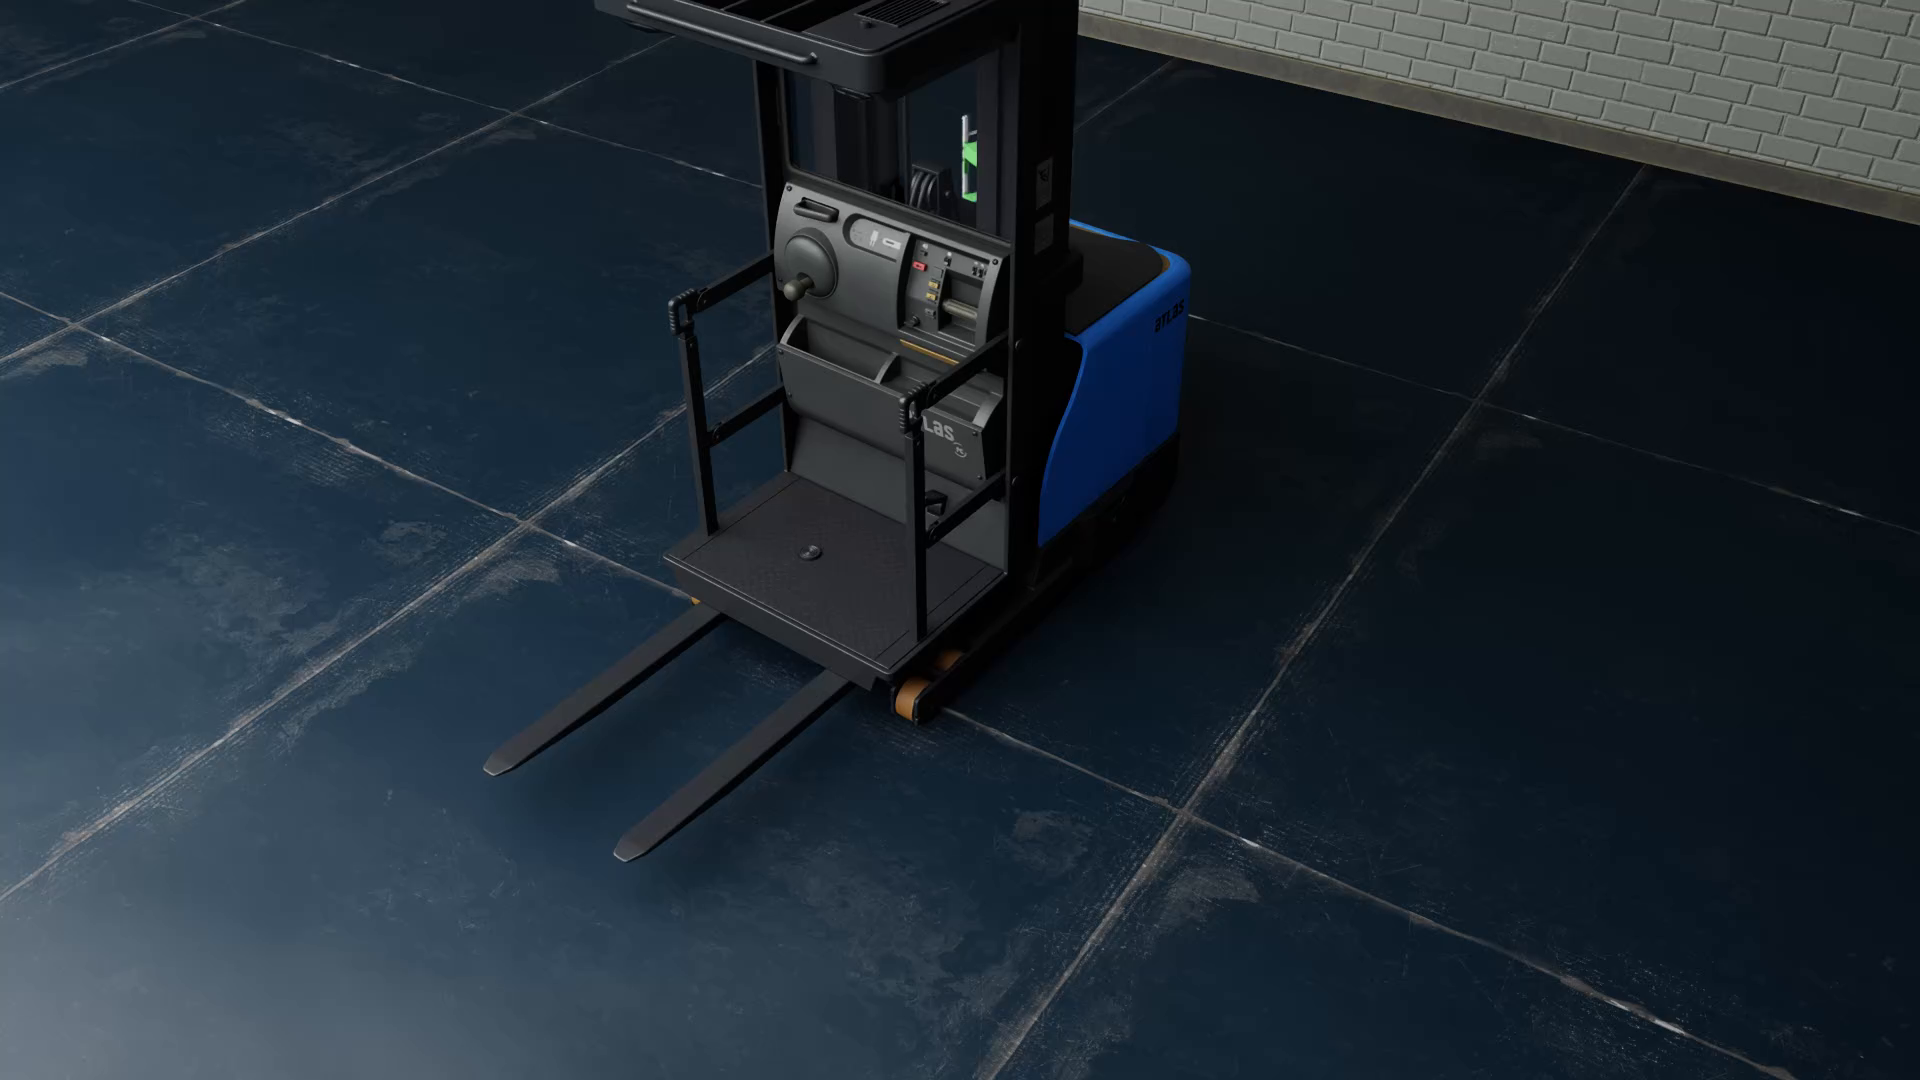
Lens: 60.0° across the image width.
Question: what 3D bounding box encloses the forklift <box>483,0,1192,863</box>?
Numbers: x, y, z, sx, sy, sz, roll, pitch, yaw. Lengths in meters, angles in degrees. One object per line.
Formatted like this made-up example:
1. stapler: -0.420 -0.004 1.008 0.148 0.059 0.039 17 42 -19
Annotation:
1. forklift: -0.379 -0.854 5.458 1.130 2.935 3.031 25 44 29

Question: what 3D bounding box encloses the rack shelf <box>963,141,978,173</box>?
1. rack shelf: 0.238 -1.579 7.134 0.258 0.148 0.480 -18 41 -22

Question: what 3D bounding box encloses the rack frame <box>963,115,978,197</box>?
1. rack frame: 0.124 -1.381 7.558 0.240 1.200 0.015 -18 41 -22

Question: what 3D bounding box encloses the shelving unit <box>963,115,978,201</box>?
1. shelving unit: 0.238 -1.249 7.388 0.258 1.200 0.503 -18 41 -22

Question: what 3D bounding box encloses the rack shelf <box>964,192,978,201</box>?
1. rack shelf: 0.238 -1.389 7.280 0.258 0.148 0.480 -18 41 -22
